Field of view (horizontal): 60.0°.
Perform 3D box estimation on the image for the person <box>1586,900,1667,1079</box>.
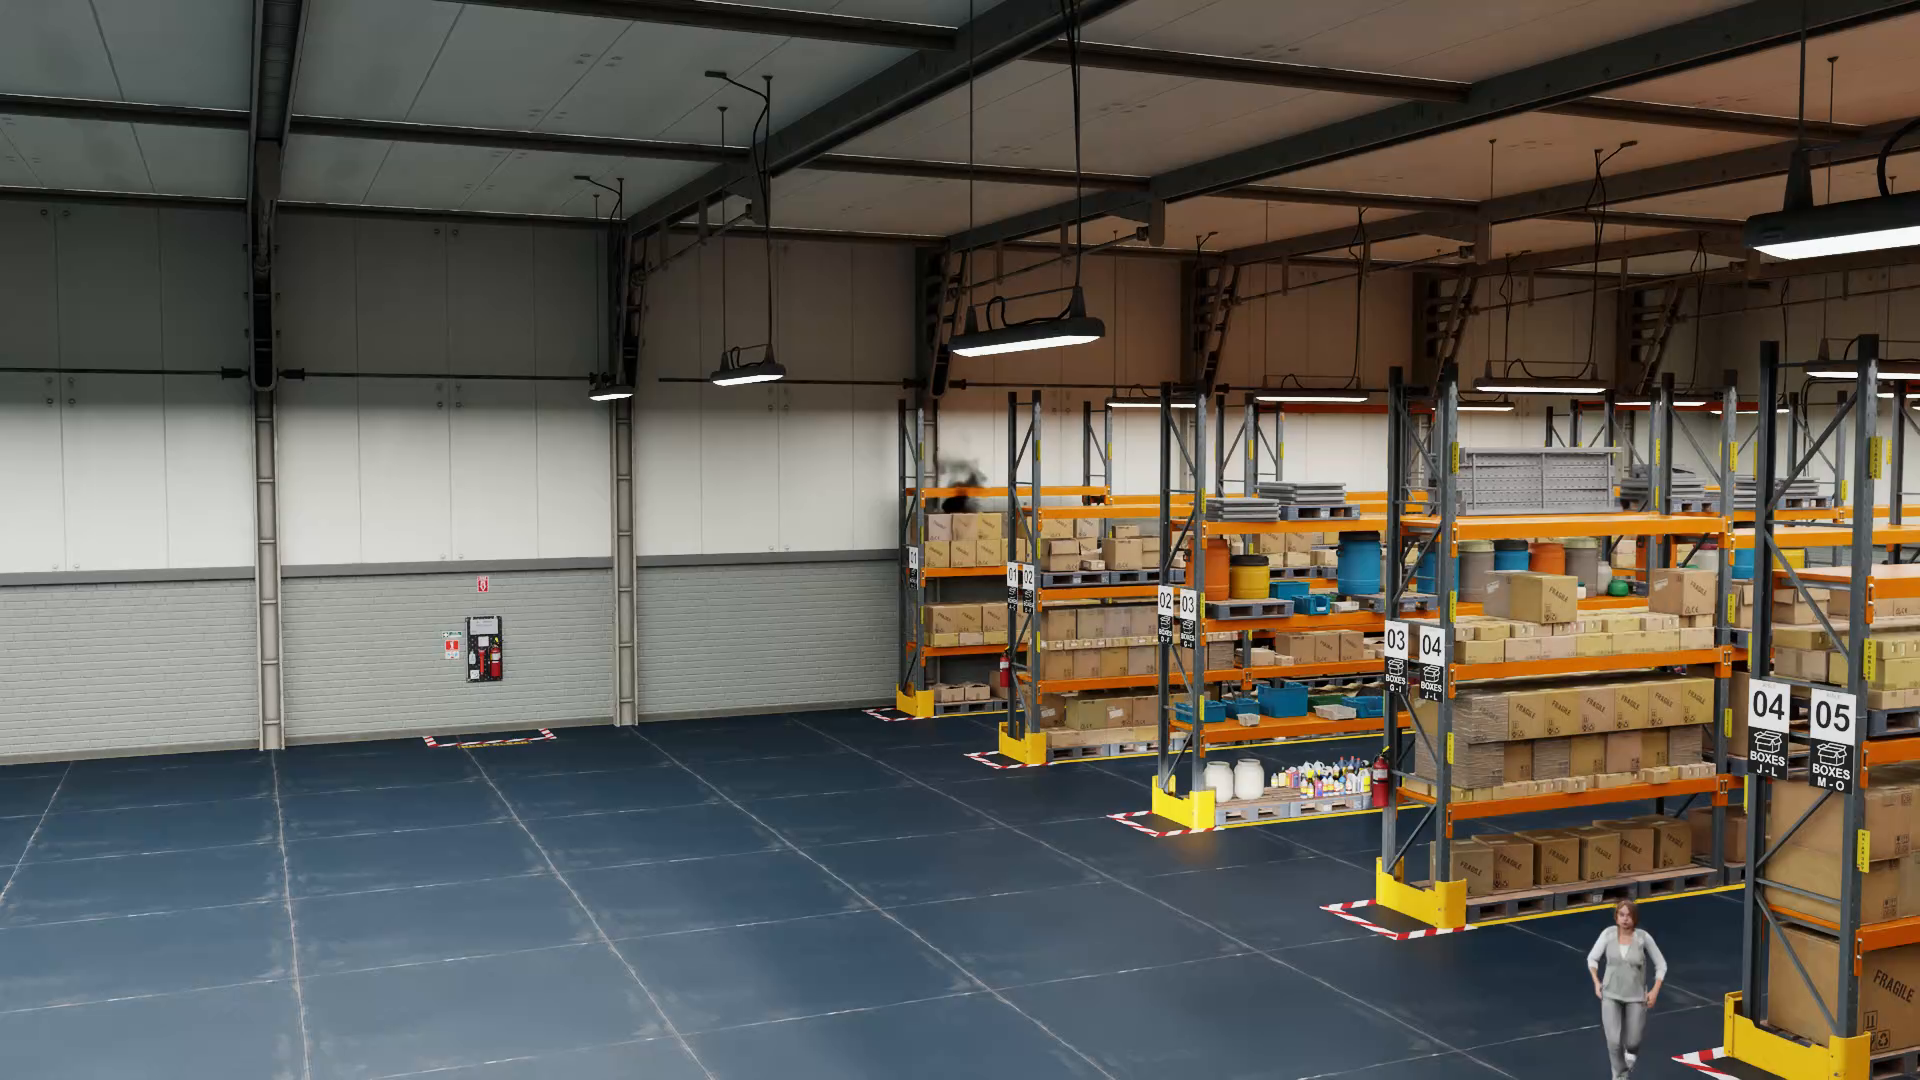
[{"bbox_3d":[5.285,3.625,13.206,0.591,1.573,0.585,1,4,24],"label":"person"}]
